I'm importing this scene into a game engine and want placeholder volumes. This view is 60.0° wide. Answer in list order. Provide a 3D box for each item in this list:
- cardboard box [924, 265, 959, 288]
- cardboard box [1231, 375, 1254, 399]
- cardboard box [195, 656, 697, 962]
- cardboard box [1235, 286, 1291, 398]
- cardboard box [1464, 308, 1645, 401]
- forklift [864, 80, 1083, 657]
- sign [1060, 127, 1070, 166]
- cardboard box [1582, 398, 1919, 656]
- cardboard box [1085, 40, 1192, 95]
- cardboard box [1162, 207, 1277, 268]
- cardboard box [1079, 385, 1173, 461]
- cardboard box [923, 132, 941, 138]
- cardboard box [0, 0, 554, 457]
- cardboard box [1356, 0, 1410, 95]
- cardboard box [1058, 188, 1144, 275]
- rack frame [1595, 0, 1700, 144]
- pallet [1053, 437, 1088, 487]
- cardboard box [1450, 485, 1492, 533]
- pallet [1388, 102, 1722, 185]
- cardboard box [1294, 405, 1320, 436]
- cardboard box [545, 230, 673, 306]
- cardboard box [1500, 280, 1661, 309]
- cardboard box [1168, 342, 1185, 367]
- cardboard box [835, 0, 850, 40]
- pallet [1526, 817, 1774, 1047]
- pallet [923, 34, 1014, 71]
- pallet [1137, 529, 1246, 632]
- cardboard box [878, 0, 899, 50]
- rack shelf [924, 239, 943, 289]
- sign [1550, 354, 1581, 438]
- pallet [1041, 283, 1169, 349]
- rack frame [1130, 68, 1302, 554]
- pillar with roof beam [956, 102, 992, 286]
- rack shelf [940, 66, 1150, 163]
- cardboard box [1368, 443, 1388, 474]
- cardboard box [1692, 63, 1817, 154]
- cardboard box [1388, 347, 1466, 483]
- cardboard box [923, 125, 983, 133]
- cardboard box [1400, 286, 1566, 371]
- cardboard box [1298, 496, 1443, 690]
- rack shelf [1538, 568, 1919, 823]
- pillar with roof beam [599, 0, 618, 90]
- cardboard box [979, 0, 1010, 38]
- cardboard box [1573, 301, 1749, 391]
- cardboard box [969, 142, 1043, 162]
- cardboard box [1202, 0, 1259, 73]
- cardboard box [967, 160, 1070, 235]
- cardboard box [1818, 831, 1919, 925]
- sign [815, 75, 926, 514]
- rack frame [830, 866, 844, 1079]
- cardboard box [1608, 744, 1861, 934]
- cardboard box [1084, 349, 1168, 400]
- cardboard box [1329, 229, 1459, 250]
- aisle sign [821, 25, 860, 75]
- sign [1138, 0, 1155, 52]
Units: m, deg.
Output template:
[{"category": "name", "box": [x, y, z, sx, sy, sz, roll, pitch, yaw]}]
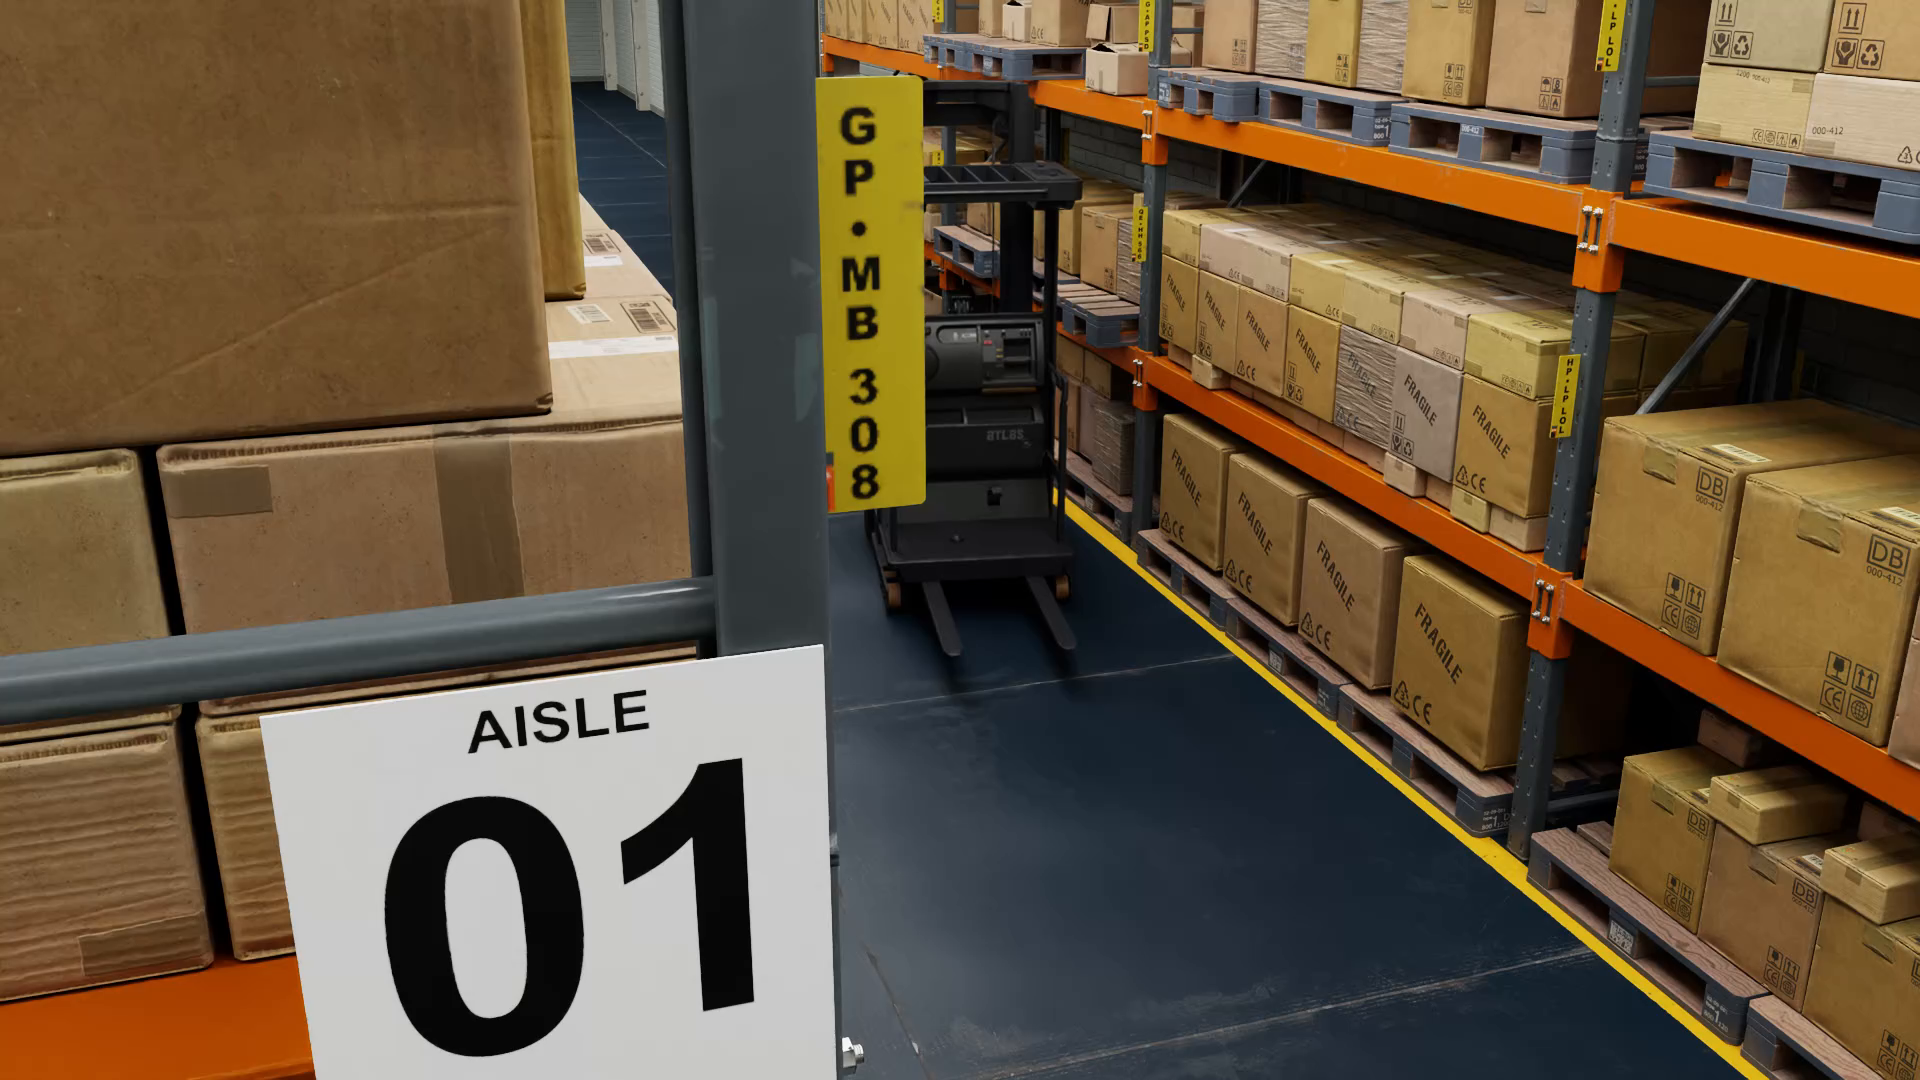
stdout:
[{"category": "cardboard box", "box": [-0.423, -2.334, 16.024, 0.700, 0.500, 0.500, -8, 21, -21]}, {"category": "cardboard box", "box": [1.751, -0.909, 9.351, 0.380, 0.149, 0.250, -7, 21, -18]}, {"category": "cardboard box", "box": [-0.510, 0.170, 1.789, 0.500, 0.250, 0.500, -6, 21, -17]}, {"category": "cardboard box", "box": [1.817, -1.076, 8.859, 0.500, 0.500, 0.500, -6, 21, -17]}, {"category": "cardboard box", "box": [2.464, -0.780, 6.924, 0.500, 0.250, 0.500, -6, 21, -16]}, {"category": "forklift", "box": [0.066, -1.094, 9.626, 1.130, 2.935, 3.031, -3, 20, -7]}, {"category": "sign", "box": [0.865, -3.280, 13.899, 0.100, 0.325, 0.005, -6, 21, -17]}, {"category": "cardboard box", "box": [3.009, -0.073, 6.239, 0.980, 0.700, 0.700, -6, 21, -16]}, {"category": "cardboard box", "box": [1.114, -2.973, 10.421, 0.500, 0.311, 0.500, -6, 21, -17]}, {"category": "cardboard box", "box": [1.504, -1.759, 9.648, 0.500, 0.250, 0.500, -6, 21, -16]}, {"category": "cardboard box", "box": [1.269, -0.825, 11.824, 0.700, 0.500, 0.500, -6, 21, -17]}, {"category": "cardboard box", "box": [-0.413, -3.408, 15.050, 0.500, 0.500, 0.500, -7, 21, -19]}, {"category": "cardboard box", "box": [-0.767, -0.389, 1.498, 0.700, 0.500, 0.500, -6, 21, -17]}, {"category": "cardboard box", "box": [2.349, -2.407, 7.944, 0.700, 0.500, 0.500, -6, 21, -17]}, {"category": "cardboard box", "box": [1.027, -2.193, 11.785, 0.700, 0.500, 0.500, -6, 21, -17]}, {"category": "rack frame", "box": [2.854, -2.931, 5.765, 1.000, 3.000, 0.127, -6, 21, -17]}, {"category": "pallet", "box": [0.973, -0.721, 12.611, 1.003, 0.211, 1.213, -6, 21, -17]}, {"category": "cardboard box", "box": [2.377, -0.156, 7.255, 0.380, 0.149, 0.250, -6, 21, -16]}, {"category": "pallet", "box": [2.519, -1.718, 7.109, 0.805, 0.209, 1.217, -7, 21, -19]}, {"category": "cardboard box", "box": [1.973, -0.661, 8.662, 0.380, 0.149, 0.250, -6, 21, -17]}, {"category": "cardboard box", "box": [-0.655, -0.227, 2.156, 0.500, 0.250, 0.500, -6, 21, -17]}, {"category": "cardboard box", "box": [2.786, -1.000, 7.536, 0.500, 0.250, 0.500, -6, 21, -17]}, {"category": "cardboard box", "box": [1.480, -1.152, 10.030, 0.380, 0.149, 0.250, -7, 21, -18]}, {"category": "cardboard box", "box": [-0.915, -5.117, 16.110, 0.500, 0.500, 0.500, -5, 20, -14]}, {"category": "pallet", "box": [3.019, 1.457, 6.548, 1.003, 0.211, 1.213, -6, 21, -17]}, {"category": "pallet", "box": [0.432, -3.789, 12.868, 1.213, 0.211, 1.003, -6, 21, -17]}, {"category": "pallet", "box": [1.773, 0.182, 10.098, 1.003, 0.211, 1.213, -6, 21, -17]}, {"category": "cardboard box", "box": [-0.411, -4.617, 14.717, 0.500, 0.500, 0.500, -7, 21, -19]}, {"category": "rack shelf", "box": [-0.289, -2.978, 15.835, 1.077, 0.370, 4.000, -6, 21, -17]}, {"category": "sign", "box": [2.342, -0.555, 6.428, 0.100, 0.325, 0.005, -6, 21, -17]}, {"category": "pallet", "box": [1.272, -1.519, 10.991, 1.213, 0.211, 1.003, -6, 21, -17]}, {"category": "rack frame", "box": [1.597, -1.391, 10.353, 1.000, 3.000, 0.127, -6, 21, -17]}, {"category": "pillar with roof beam", "box": [-3.963, -6.192, 14.844, 9.100, 9.000, 0.400, -6, 21, -17]}, {"category": "rack shelf", "box": [0.968, -3.106, 11.755, 1.077, 0.370, 4.000, -6, 21, -17]}, {"category": "cardboard box", "box": [2.186, -0.408, 7.957, 0.380, 0.149, 0.250, -6, 21, -17]}, {"category": "cardboard box", "box": [2.821, -1.444, 5.514, 0.500, 0.250, 0.500, -6, 21, -17]}, {"category": "cardboard box", "box": [2.300, -0.588, 7.500, 0.500, 0.500, 0.500, -6, 21, -17]}, {"category": "cardboard box", "box": [-0.094, -3.632, 15.674, 0.500, 0.500, 0.500, -6, 21, -16]}, {"category": "cardboard box", "box": [2.313, -0.945, 7.383, 0.500, 0.250, 0.500, -6, 21, -16]}, {"category": "cardboard box", "box": [2.244, 0.227, 8.407, 0.750, 0.750, 0.750, -6, 21, -16]}, {"category": "rack shelf", "box": [3.483, 0.873, 5.114, 1.077, 0.370, 4.000, -6, 21, -17]}, {"category": "pillar with roof beam", "box": [-13.393, -15.819, 41.647, 9.100, 9.000, 0.400, -6, 21, -17]}, {"category": "cardboard box", "box": [0.435, -4.148, 12.820, 0.500, 0.500, 0.500, -3, 20, -9]}, {"category": "cardboard box", "box": [2.957, -0.833, 7.070, 0.500, 0.250, 0.500, -6, 21, -16]}, {"category": "cardboard box", "box": [0.390, -3.140, 14.304, 0.500, 0.500, 0.500, -7, 21, -18]}, {"category": "cardboard box", "box": [1.801, -2.911, 9.347, 0.700, 0.500, 0.500, -8, 21, -21]}, {"category": "cardboard box", "box": [0.467, -2.762, 13.371, 0.700, 0.500, 0.500, -6, 21, -17]}, {"category": "cardboard box", "box": [3.090, 1.113, 5.497, 0.380, 0.149, 0.250, -7, 21, -19]}, {"category": "sign", "box": [-0.075, -0.177, 1.243, 0.100, 0.325, 0.005, -6, 21, -17]}, {"category": "rack frame", "box": [-0.590, 1.703, 1.737, 1.000, 3.000, 0.127, -6, 21, -17]}, {"category": "cardboard box", "box": [2.992, 1.122, 6.432, 0.700, 0.500, 0.500, -6, 21, -17]}, {"category": "cardboard box", "box": [1.201, -1.190, 11.730, 0.500, 0.250, 0.500, -6, 21, -16]}, {"category": "cardboard box", "box": [2.303, -1.491, 8.904, 0.500, 0.250, 0.500, -7, 21, -19]}, {"category": "aisle sign", "box": [-1.225, -5.173, 17.037, 0.394, 0.787, 0.004, -6, 21, -17]}, {"category": "sign", "box": [1.081, -2.989, 9.600, 0.100, 0.325, 0.005, -6, 21, -17]}]
